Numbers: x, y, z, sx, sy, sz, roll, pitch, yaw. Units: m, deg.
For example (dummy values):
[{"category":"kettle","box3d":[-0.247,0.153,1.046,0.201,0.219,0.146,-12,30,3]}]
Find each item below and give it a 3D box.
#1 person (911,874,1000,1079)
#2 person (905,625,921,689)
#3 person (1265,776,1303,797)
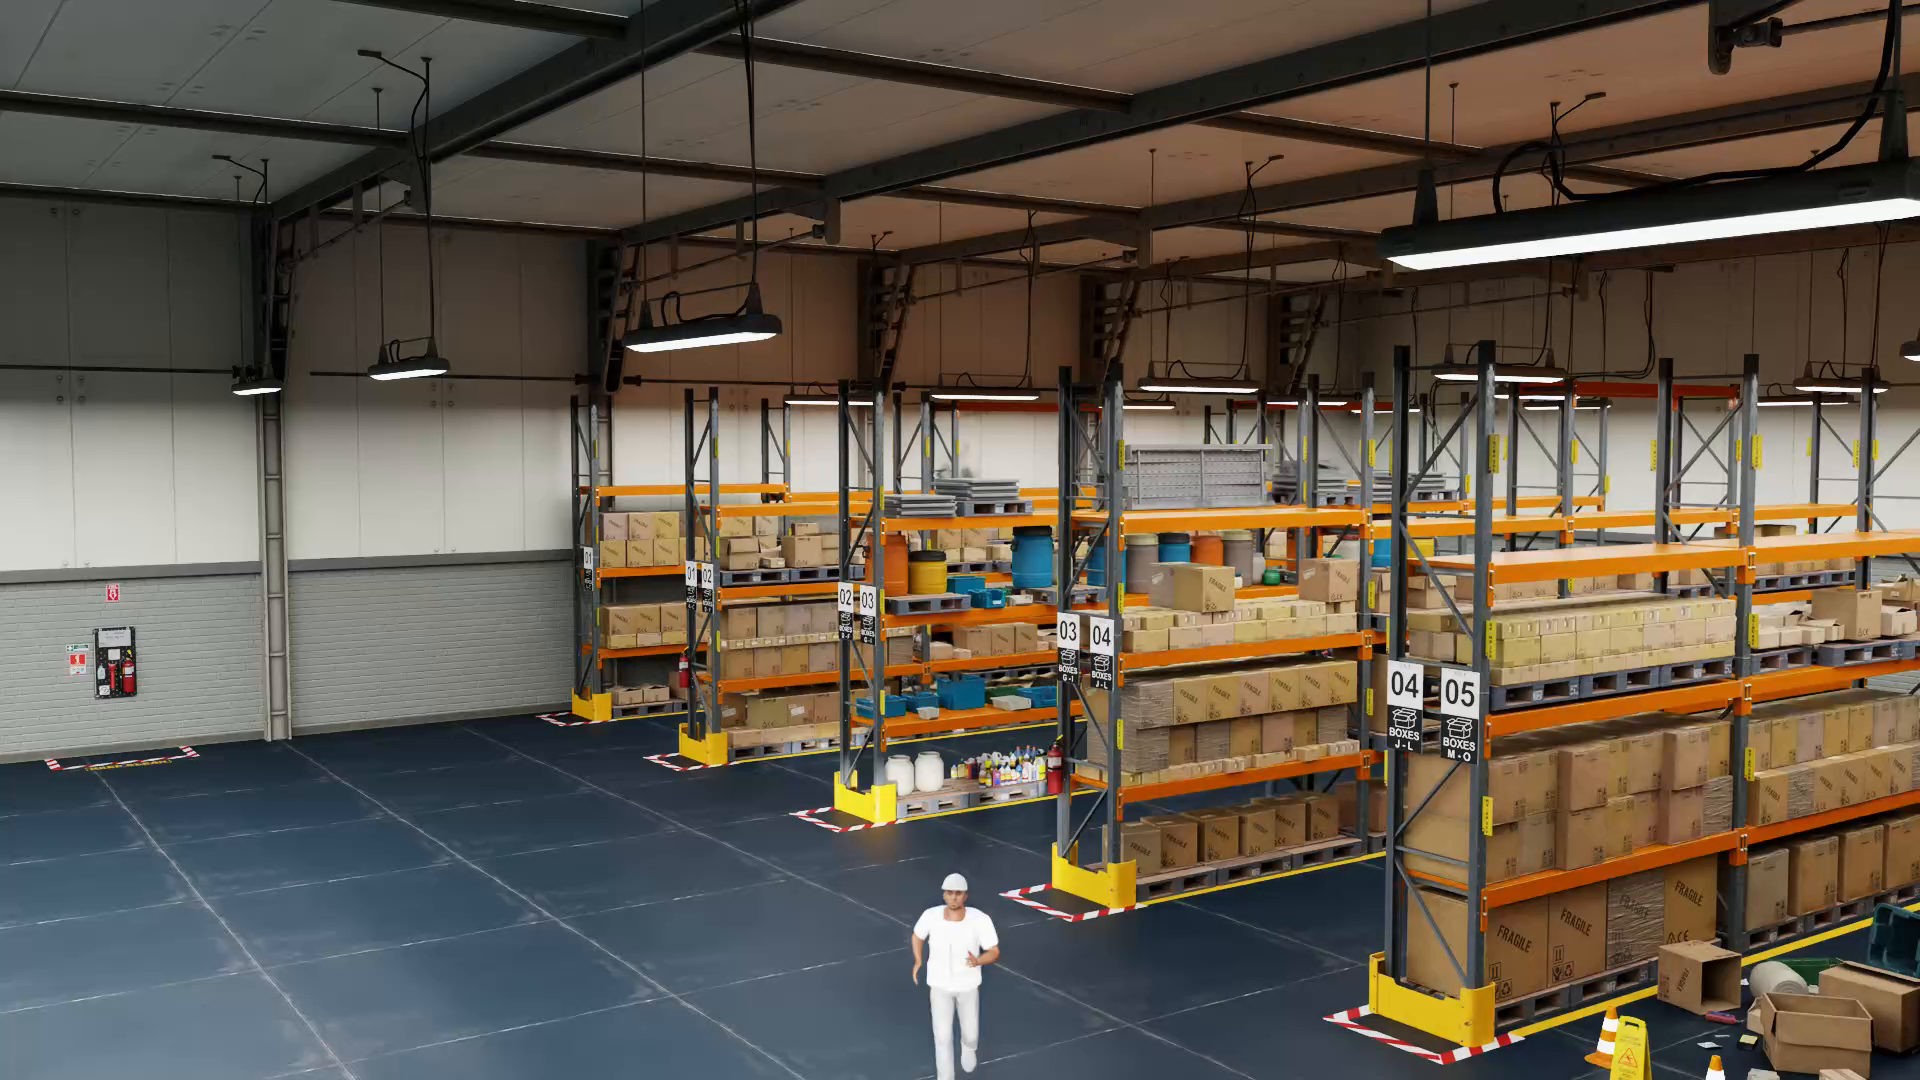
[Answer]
[{"category":"person","box3d":[-0.043,3.489,13.066,0.711,1.748,0.954,0,3,4]},{"category":"person","box3d":[-0.769,2.343,31.079,0.860,1.711,0.603,-2,4,-32]},{"category":"person","box3d":[4.529,2.880,23.249,0.915,1.780,0.682,-3,4,-37]}]
